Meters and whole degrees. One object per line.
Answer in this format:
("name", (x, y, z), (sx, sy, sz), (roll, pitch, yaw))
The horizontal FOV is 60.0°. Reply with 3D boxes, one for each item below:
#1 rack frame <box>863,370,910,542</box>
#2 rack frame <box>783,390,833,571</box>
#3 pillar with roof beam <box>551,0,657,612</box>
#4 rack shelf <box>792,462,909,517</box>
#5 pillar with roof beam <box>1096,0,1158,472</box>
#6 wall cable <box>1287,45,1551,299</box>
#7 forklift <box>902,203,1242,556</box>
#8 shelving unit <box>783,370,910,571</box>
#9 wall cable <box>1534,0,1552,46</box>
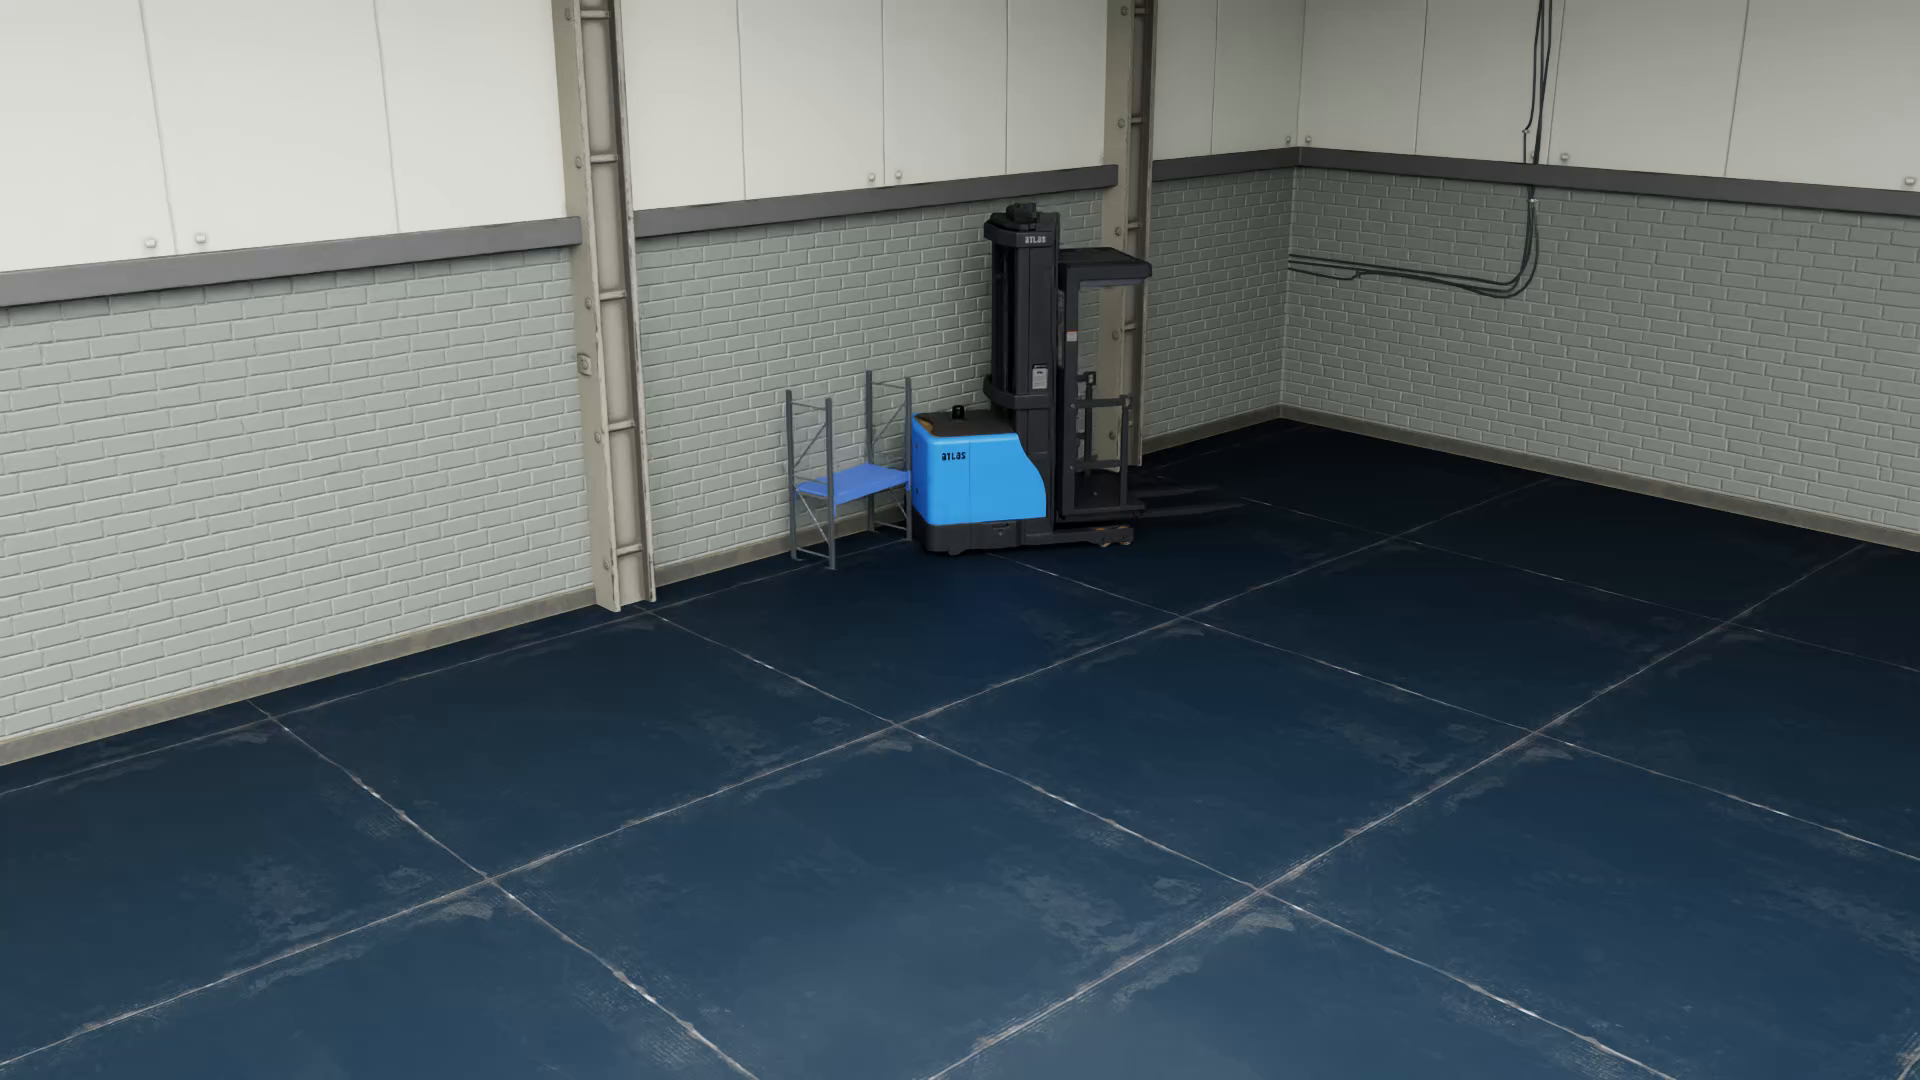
("rack frame", (-0.654, -0.745, 14.851), (0.500, 1.500, 0.032), (14, 23, 36))
("rack frame", (-1.288, -0.500, 14.095), (0.500, 1.500, 0.032), (14, 23, 36))
("pillar with roof beam", (0.254, -2.817, 9.084), (0.400, 9.000, 9.100), (-16, 24, -41))
("rack shelf", (-0.971, -0.451, 14.529), (0.538, 0.185, 1.000), (14, 23, 36))
("pillar with roof beam", (4.614, -4.089, 13.005), (0.400, 9.000, 9.100), (-16, 24, -41))
("wall cable", (4.705, -3.904, 17.471), (0.112, 2.526, 3.097), (-16, 24, -41))
("forklift", (1.041, -1.486, 14.814), (3.031, 2.935, 1.130), (-5, 19, -14))
("shelving unit", (-0.971, -0.623, 14.473), (0.538, 1.500, 1.048), (14, 23, 36))
("wall cable", (6.564, -5.700, 14.822), (0.112, 2.526, 3.097), (-16, 24, -41))
